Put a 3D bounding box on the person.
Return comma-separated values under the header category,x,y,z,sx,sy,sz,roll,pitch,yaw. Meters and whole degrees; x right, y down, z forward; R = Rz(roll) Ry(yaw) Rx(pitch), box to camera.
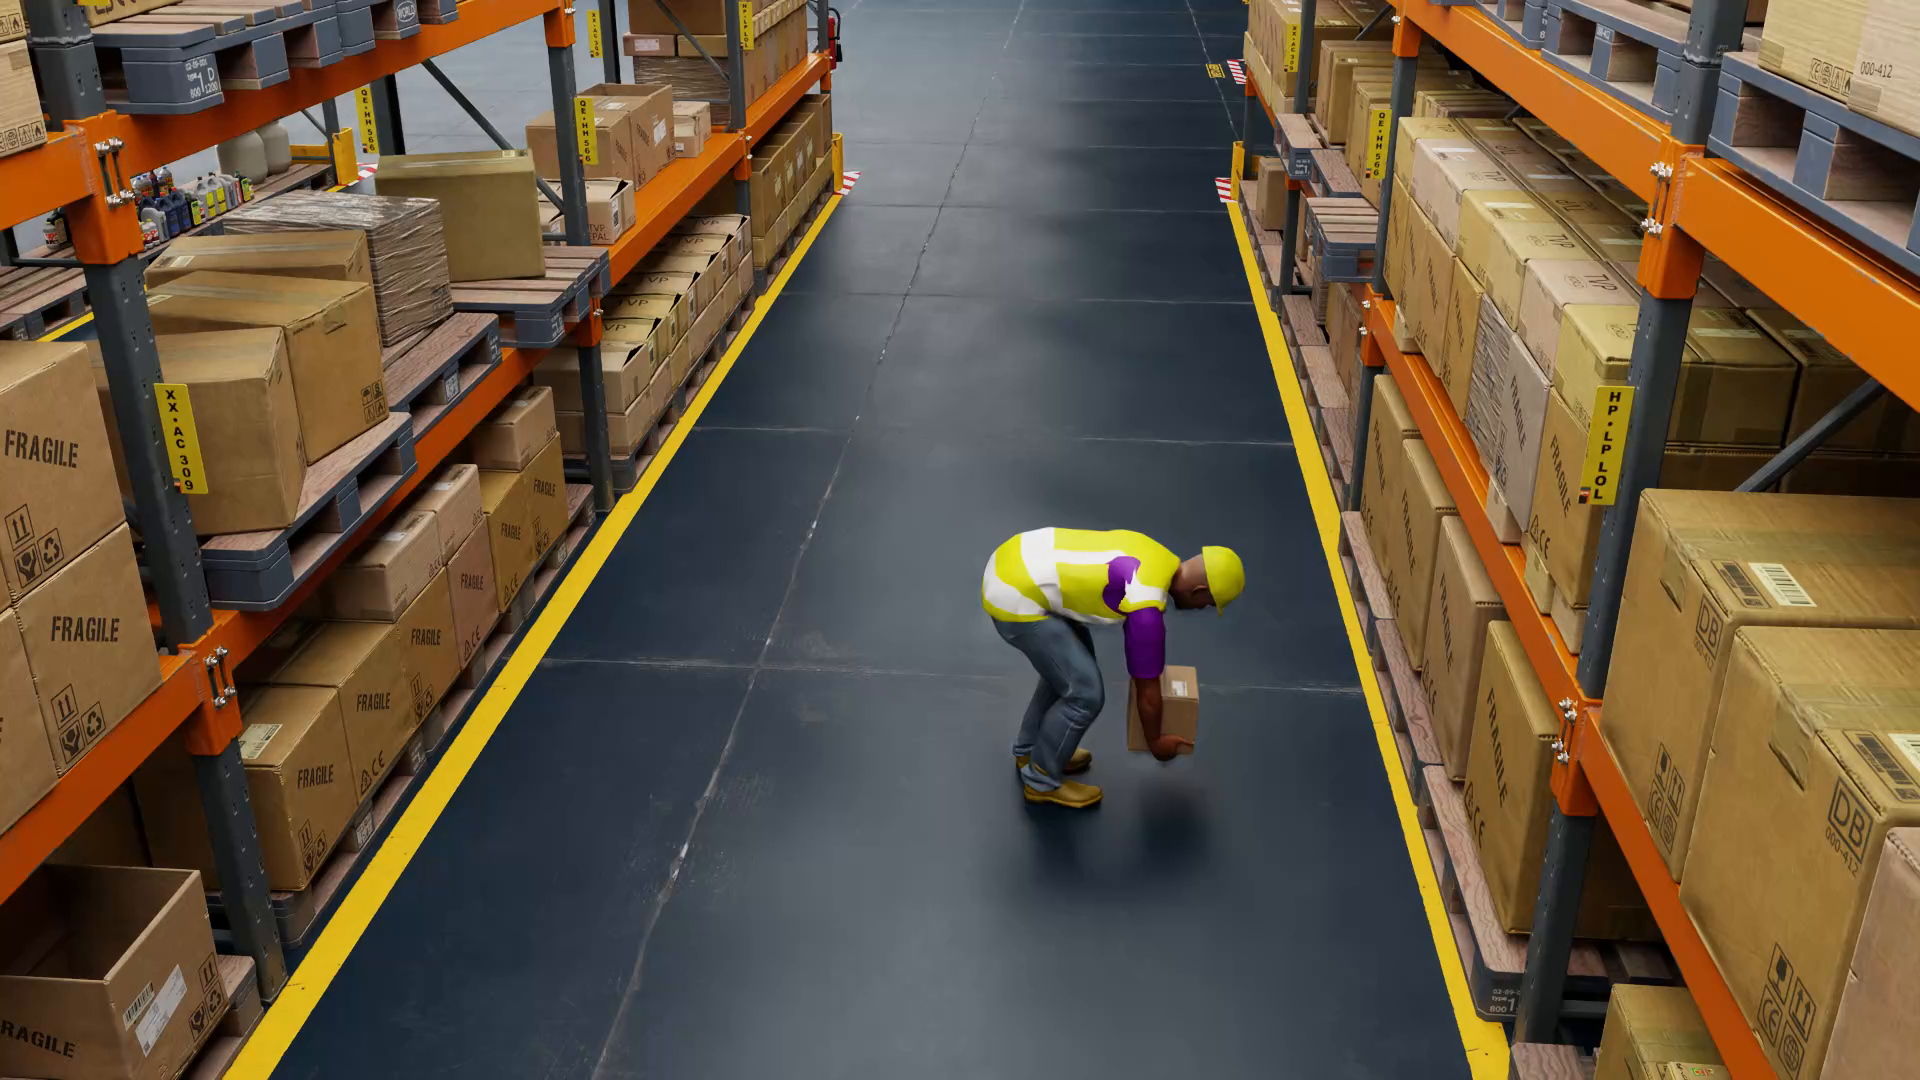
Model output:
category,x,y,z,sx,sy,sz,roll,pitch,yaw
person,0.571,0.473,6.364,0.982,1.075,0.479,1,24,2
